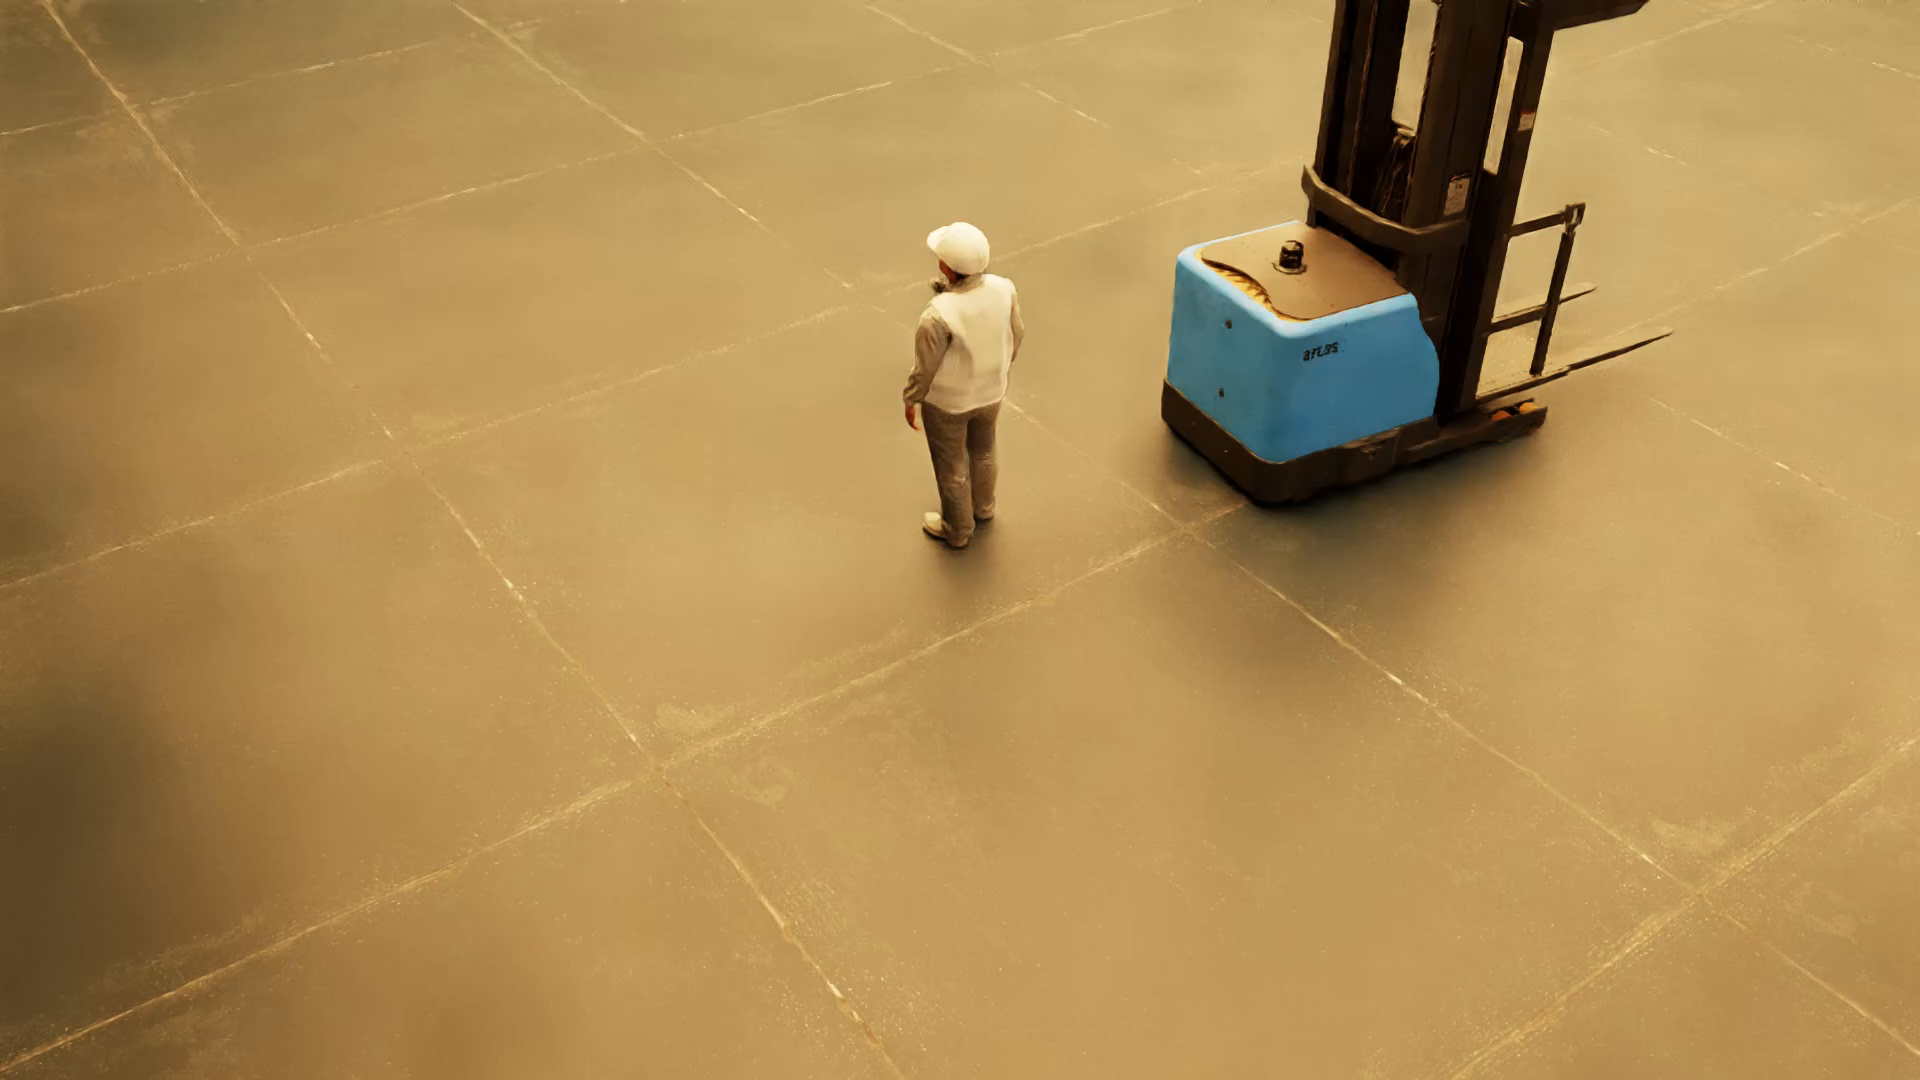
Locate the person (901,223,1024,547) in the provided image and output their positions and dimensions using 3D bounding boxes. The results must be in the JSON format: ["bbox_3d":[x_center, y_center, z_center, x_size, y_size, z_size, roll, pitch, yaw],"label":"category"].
[{"bbox_3d":[-0.029,-0.752,7.923,0.632,1.773,0.567,-23,42,-28],"label":"person"}]

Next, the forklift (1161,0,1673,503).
[{"bbox_3d":[2.662,-1.981,8.624,3.031,2.935,1.130,-17,40,-22],"label":"forklift"}]
